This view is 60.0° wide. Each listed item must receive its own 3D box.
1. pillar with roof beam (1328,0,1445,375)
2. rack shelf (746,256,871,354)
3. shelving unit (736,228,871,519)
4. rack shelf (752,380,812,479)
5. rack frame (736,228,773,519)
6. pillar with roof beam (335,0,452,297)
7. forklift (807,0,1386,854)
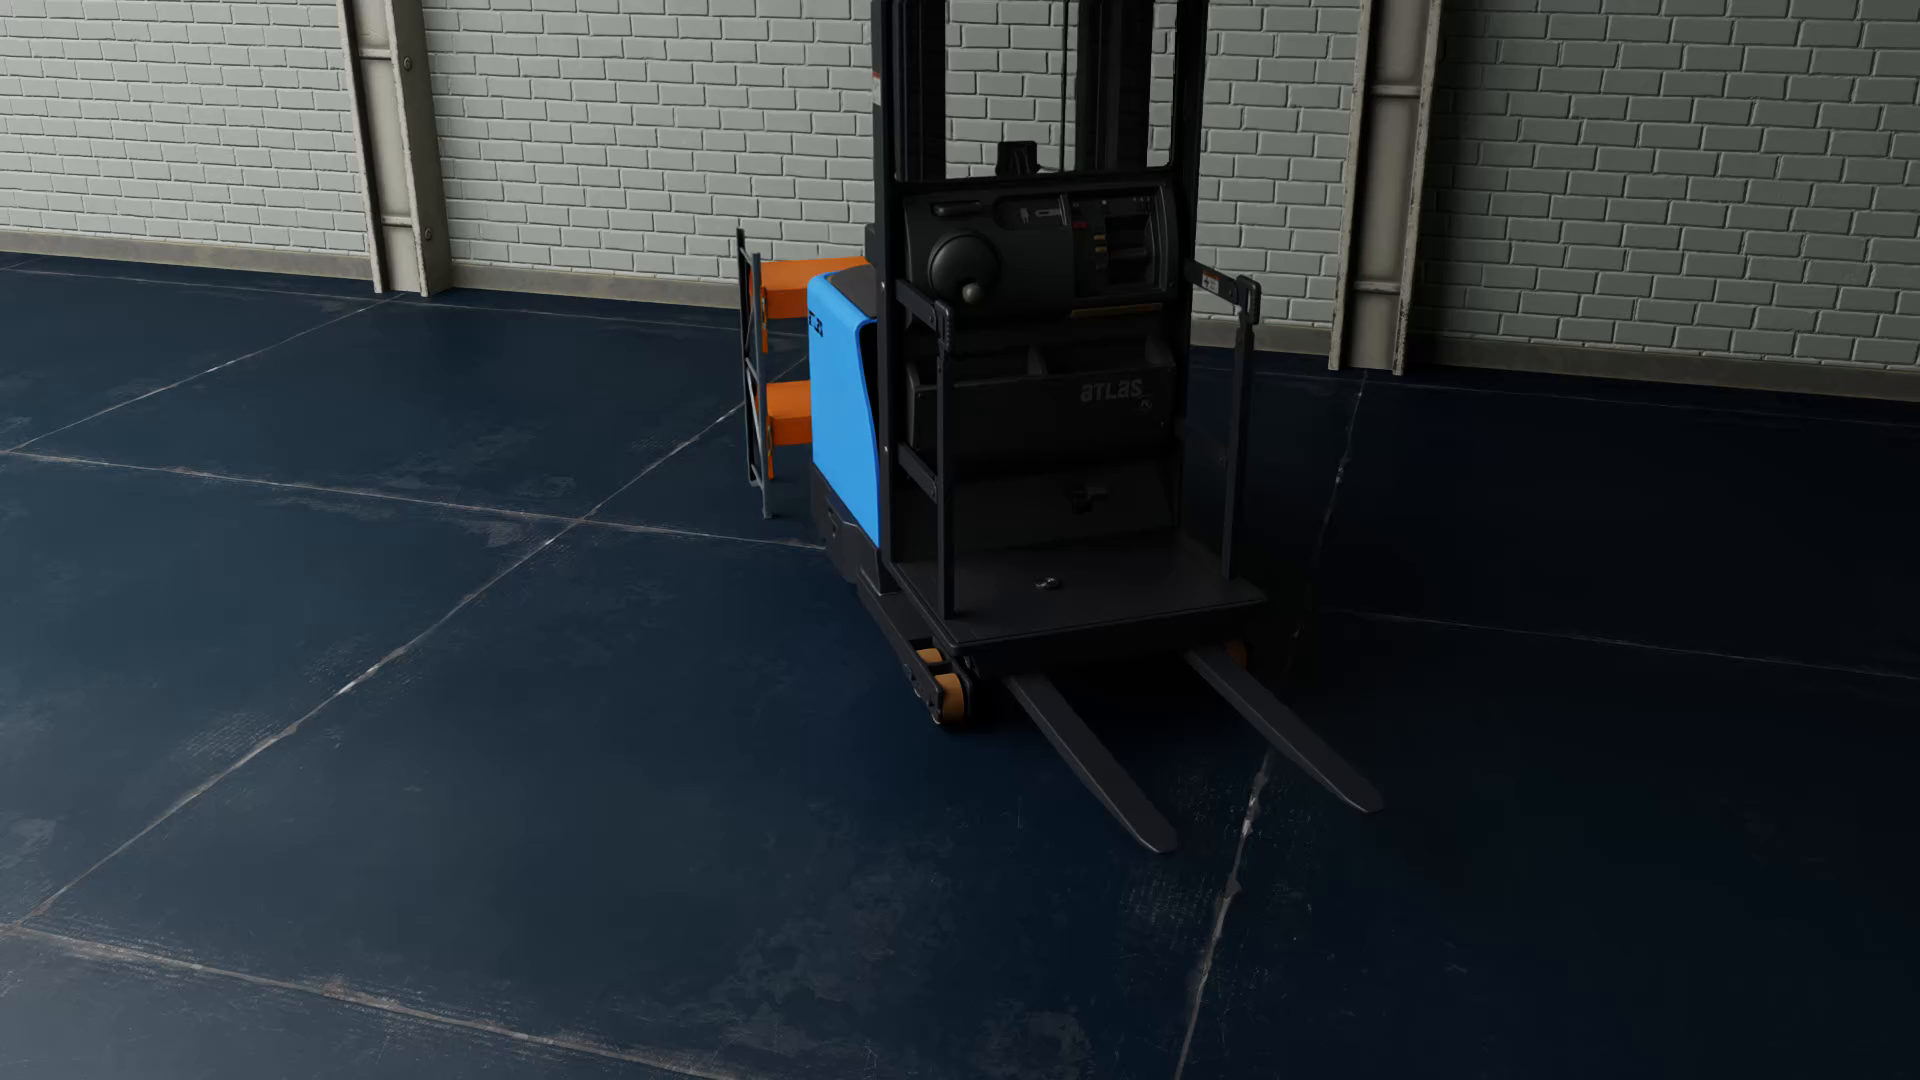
[{"bbox_3d":[0.990,-3.559,3.589,0.400,9.000,9.100,7,23,16],"label":"pillar with roof beam"},{"bbox_3d":[-0.375,-1.022,7.008,1.000,0.278,0.538,-6,23,-14],"label":"rack shelf"},{"bbox_3d":[-0.375,-0.751,7.120,1.048,1.125,0.538,-6,23,-14],"label":"shelving unit"},{"bbox_3d":[-0.375,-0.525,7.212,1.000,0.278,0.538,-6,23,-14],"label":"rack shelf"},{"bbox_3d":[-0.867,-0.702,6.999,0.032,1.125,0.500,-6,23,-14],"label":"rack frame"},{"bbox_3d":[-4.754,-4.217,5.193,0.400,9.000,9.100,7,23,16],"label":"pillar with roof beam"},{"bbox_3d":[0.340,-0.937,5.192,1.130,2.935,3.031,-7,23,-17],"label":"forklift"}]
